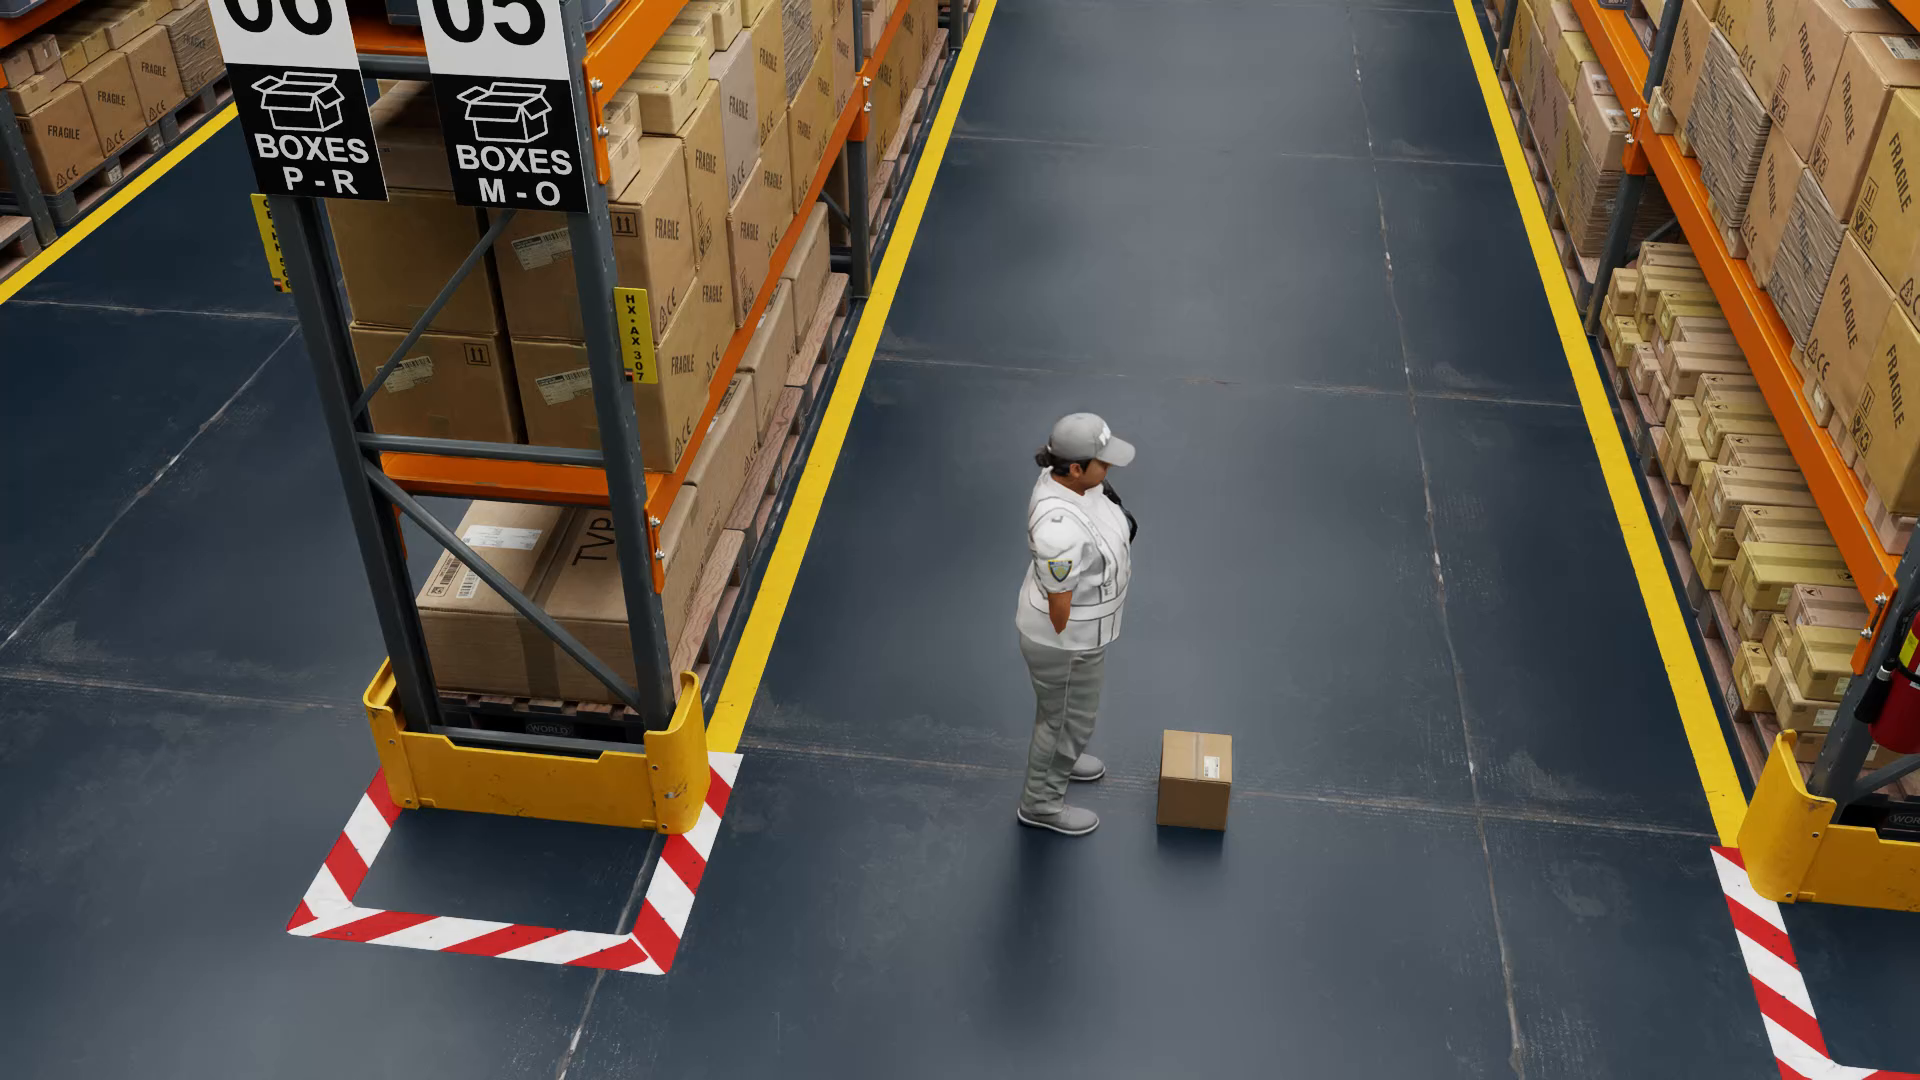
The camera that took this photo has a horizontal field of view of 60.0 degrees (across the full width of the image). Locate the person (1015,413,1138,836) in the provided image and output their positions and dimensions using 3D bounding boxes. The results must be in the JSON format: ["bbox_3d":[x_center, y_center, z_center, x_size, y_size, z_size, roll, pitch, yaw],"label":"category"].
[{"bbox_3d":[0.393,0.280,5.775,0.390,1.662,0.469,5,37,7],"label":"person"}]
